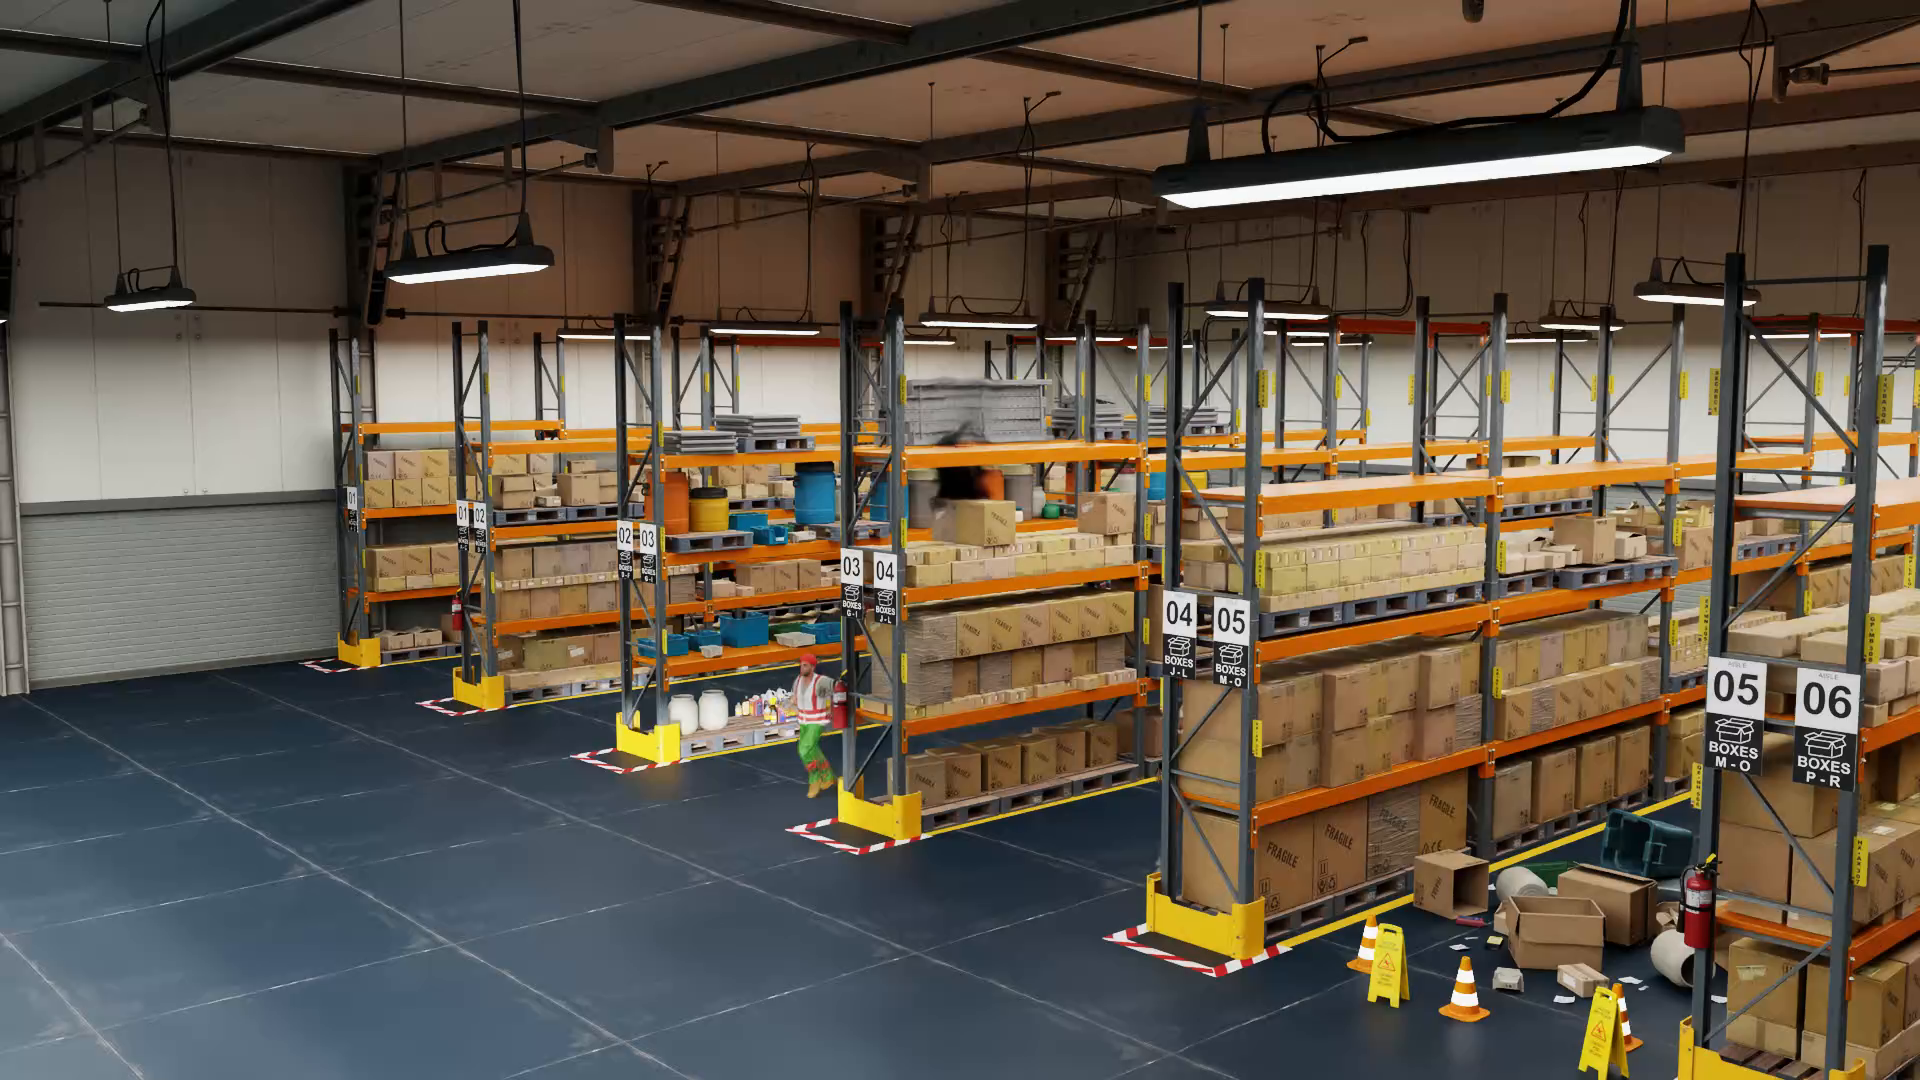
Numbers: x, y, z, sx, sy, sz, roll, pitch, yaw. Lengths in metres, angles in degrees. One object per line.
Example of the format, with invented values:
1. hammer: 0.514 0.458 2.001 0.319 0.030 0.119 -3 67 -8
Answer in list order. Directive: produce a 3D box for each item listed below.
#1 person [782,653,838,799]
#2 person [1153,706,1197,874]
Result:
1. person: -1.809 2.269 20.489 0.670 1.774 0.802 5 8 42
2. person: 2.304 2.569 17.120 0.700 1.752 0.989 5 7 41
